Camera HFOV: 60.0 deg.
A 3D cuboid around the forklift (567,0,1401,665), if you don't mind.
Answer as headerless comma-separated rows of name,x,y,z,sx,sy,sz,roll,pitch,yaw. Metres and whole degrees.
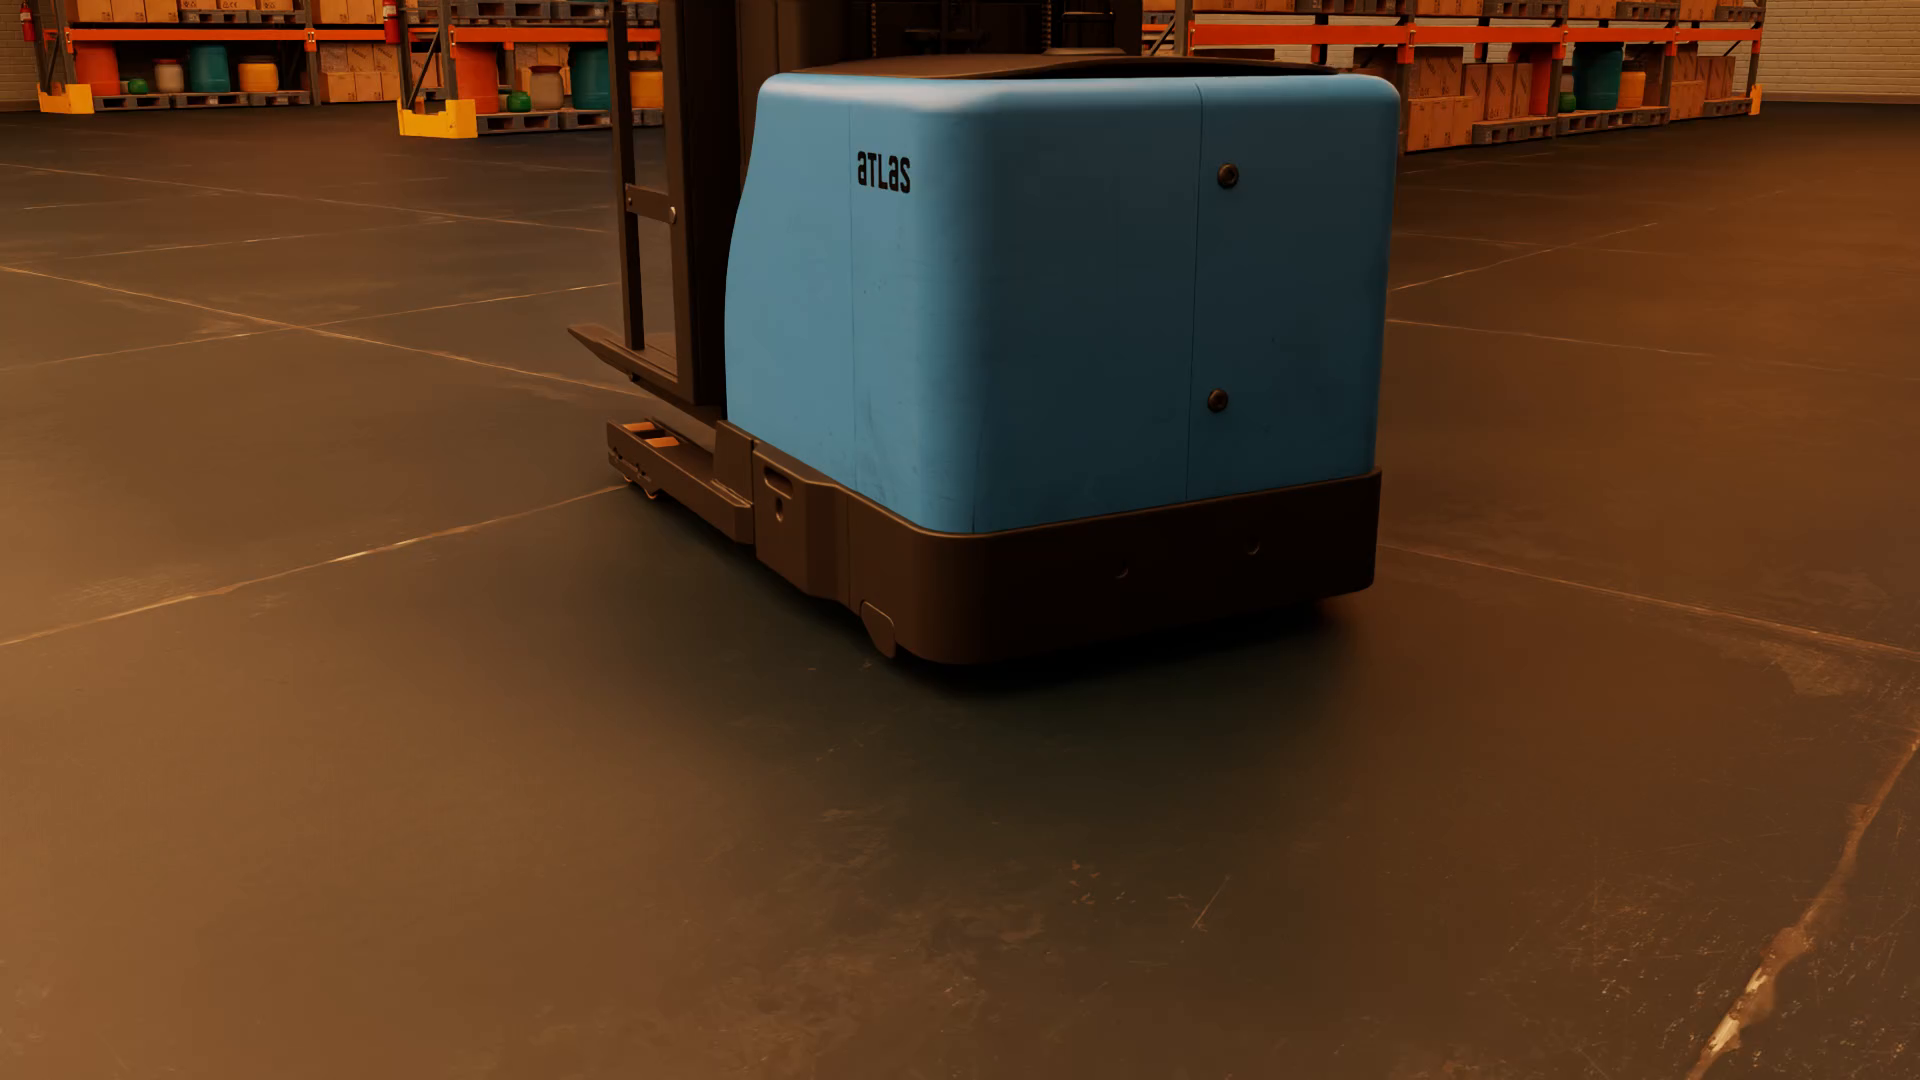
forklift,-0.288,-1.559,4.031,1.130,2.935,3.031,-9,19,-27
